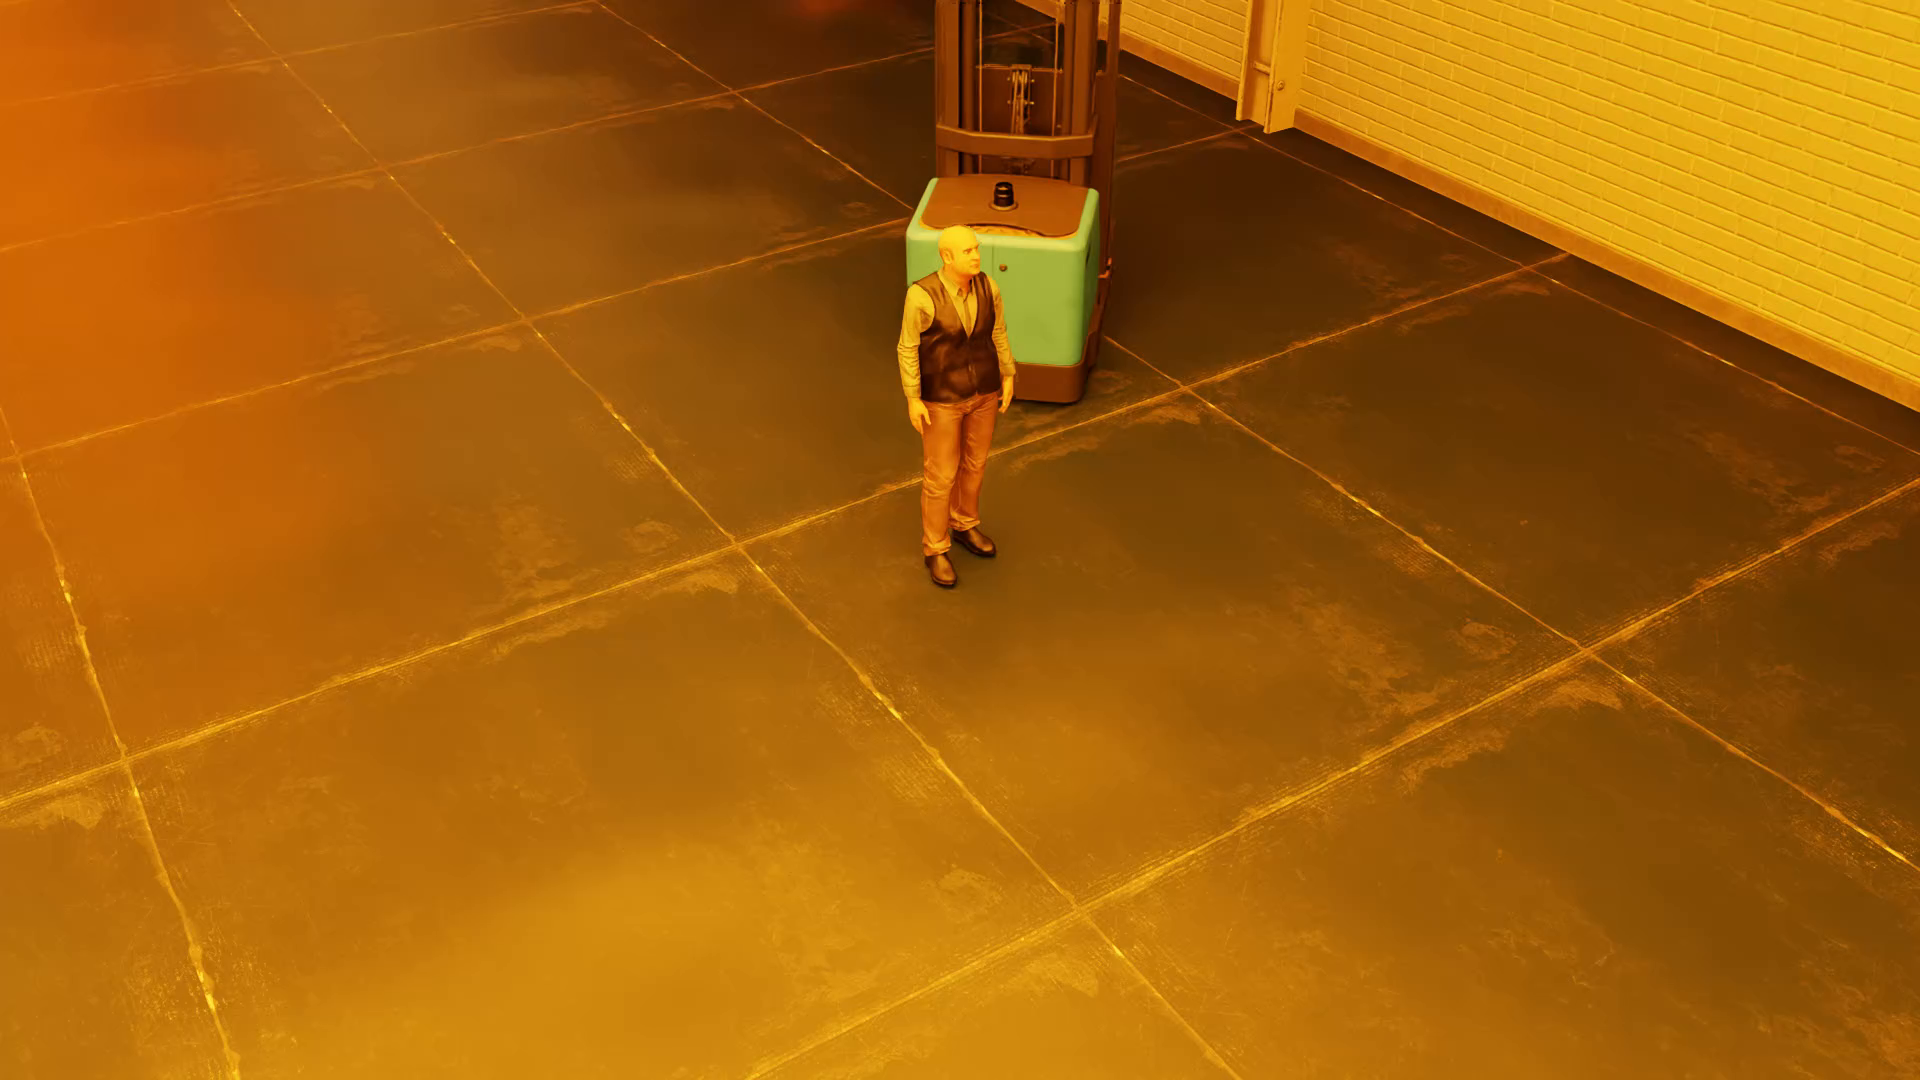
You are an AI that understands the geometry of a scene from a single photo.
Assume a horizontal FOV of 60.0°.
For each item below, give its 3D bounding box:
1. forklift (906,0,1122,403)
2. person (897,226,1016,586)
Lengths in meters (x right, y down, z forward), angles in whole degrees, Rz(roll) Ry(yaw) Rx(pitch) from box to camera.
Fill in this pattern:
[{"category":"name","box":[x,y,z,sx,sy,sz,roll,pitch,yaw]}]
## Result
[{"category":"forklift","box":[0.437,-2.839,10.188,1.130,2.935,3.031,6,35,8]},{"category":"person","box":[0.028,-0.677,8.152,0.633,1.722,0.566,-21,40,-27]}]
